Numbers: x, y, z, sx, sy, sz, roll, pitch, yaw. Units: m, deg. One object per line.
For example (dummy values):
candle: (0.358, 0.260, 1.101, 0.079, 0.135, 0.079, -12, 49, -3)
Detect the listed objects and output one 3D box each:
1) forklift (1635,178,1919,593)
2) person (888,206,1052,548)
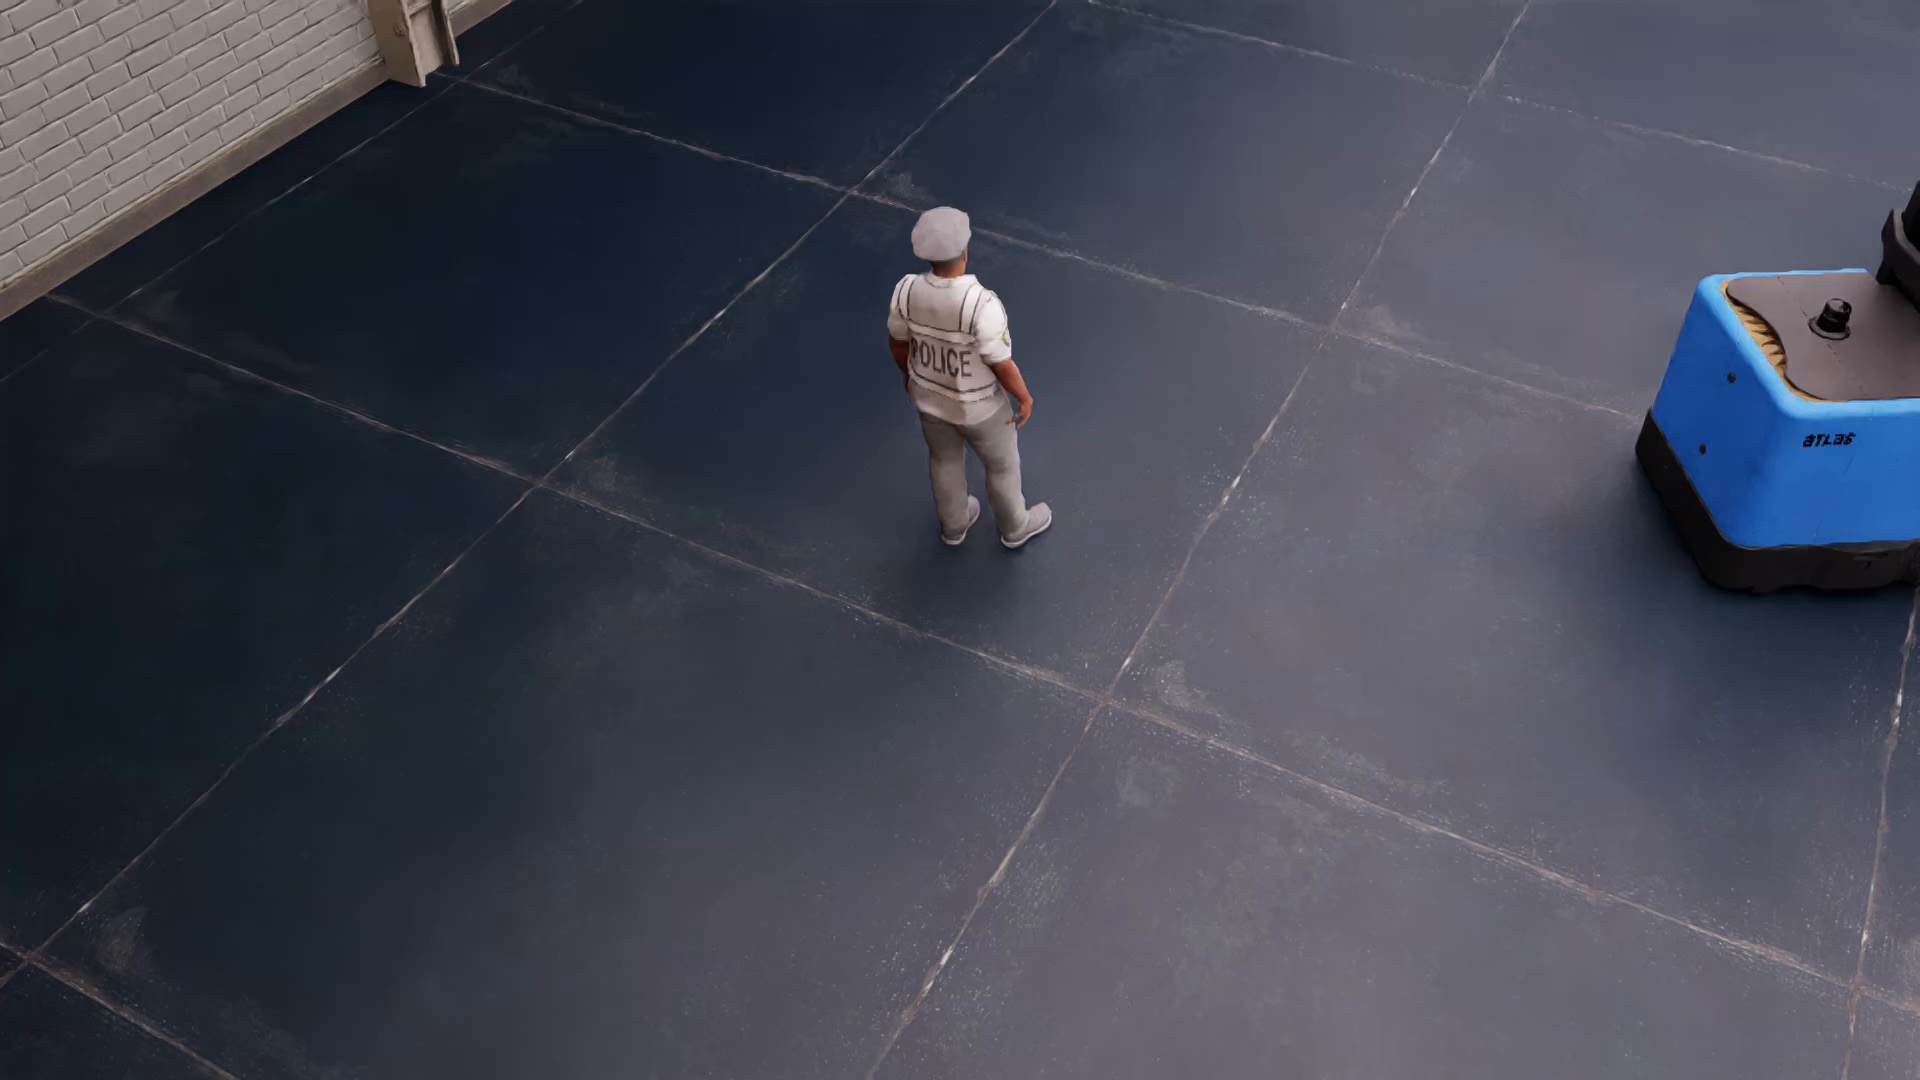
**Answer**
forklift: (4.849, -1.224, 6.953, 3.031, 2.935, 1.130, -3, 43, -3)
person: (0.047, -0.698, 7.221, 0.640, 1.781, 0.574, 20, 47, 20)
